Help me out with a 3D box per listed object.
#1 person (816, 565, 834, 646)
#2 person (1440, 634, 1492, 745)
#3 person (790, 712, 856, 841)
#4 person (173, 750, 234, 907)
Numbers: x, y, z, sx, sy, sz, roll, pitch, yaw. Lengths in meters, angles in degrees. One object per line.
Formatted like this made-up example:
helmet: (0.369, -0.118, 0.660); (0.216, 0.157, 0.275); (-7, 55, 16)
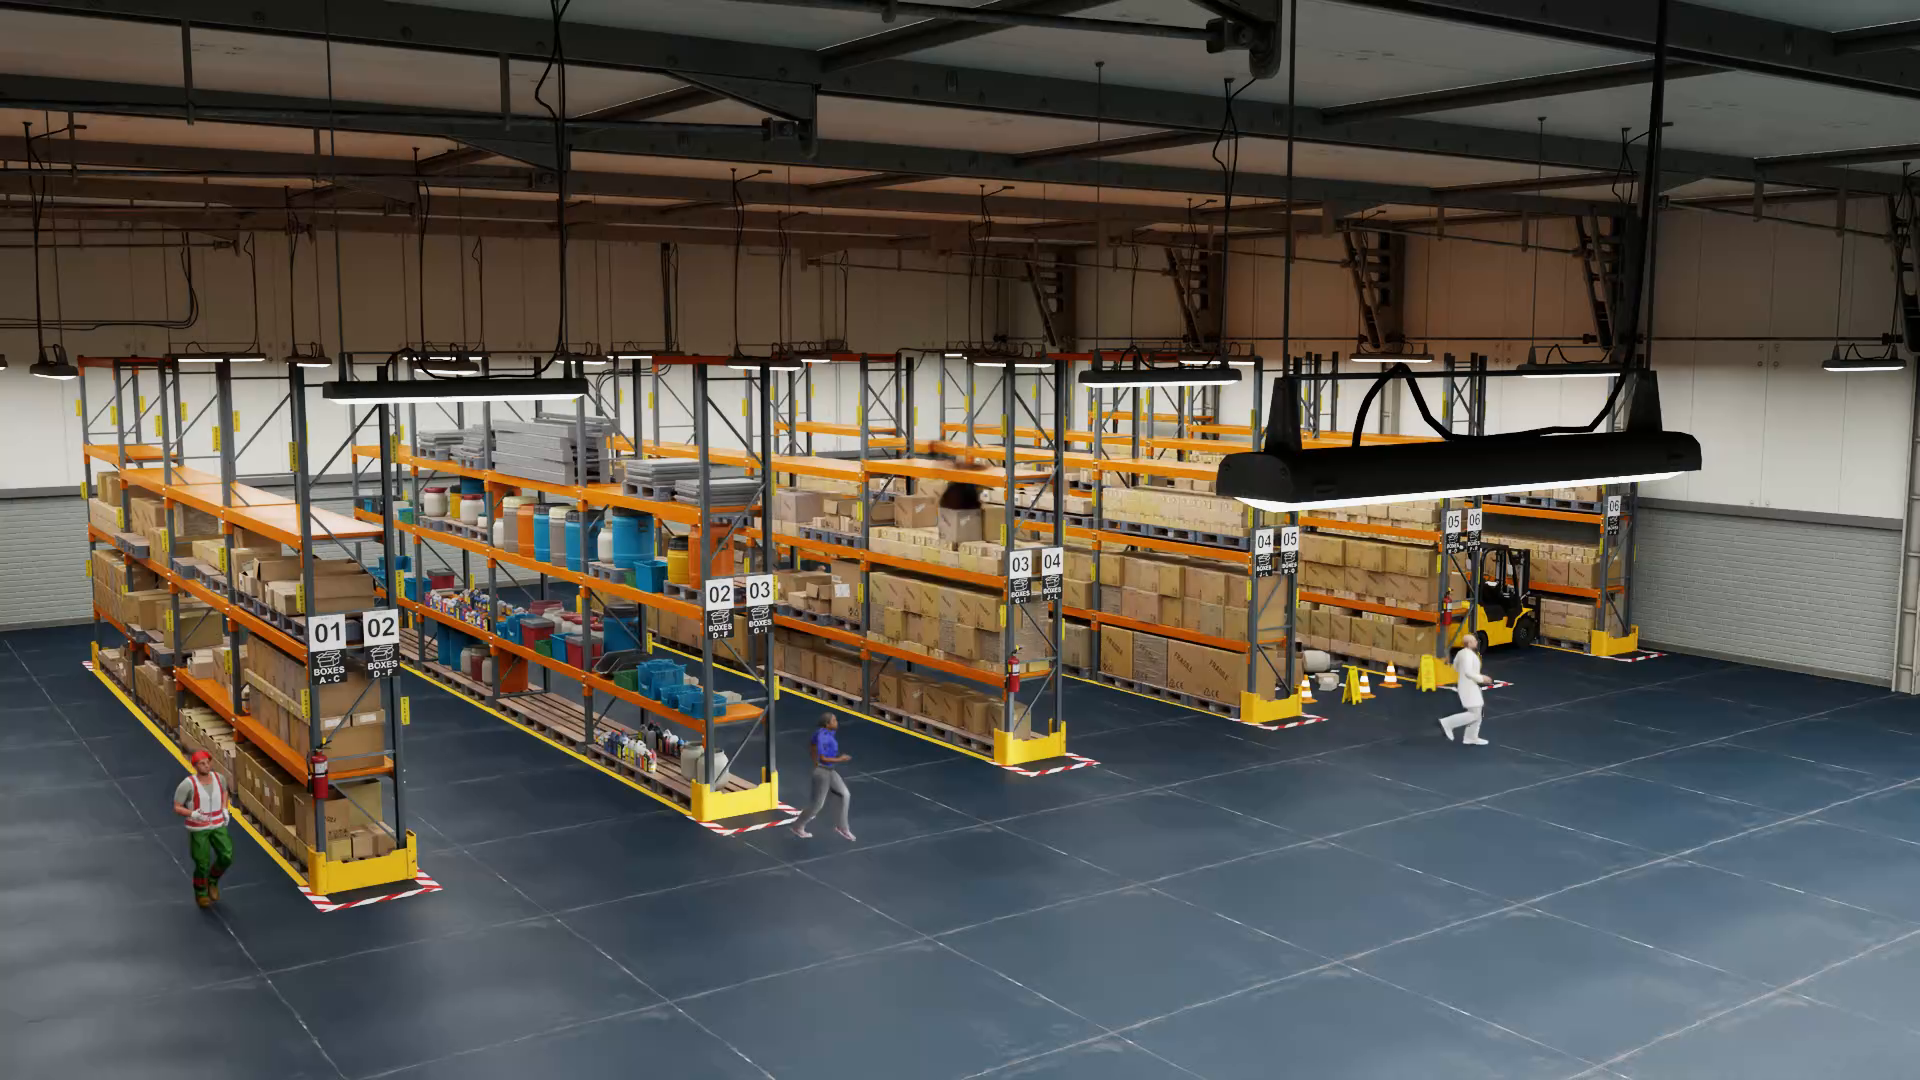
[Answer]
person: (-2.743, 1.433, 33.263); (0.685, 1.829, 0.793); (-5, 9, -36)
person: (7.879, 2.328, 25.924); (0.757, 1.737, 0.709); (1, 7, 7)
person: (-1.735, 2.992, 20.936); (0.826, 1.688, 0.601); (1, 7, 5)
person: (-8.355, 3.213, 18.506); (0.556, 1.760, 0.655); (6, 9, 41)
